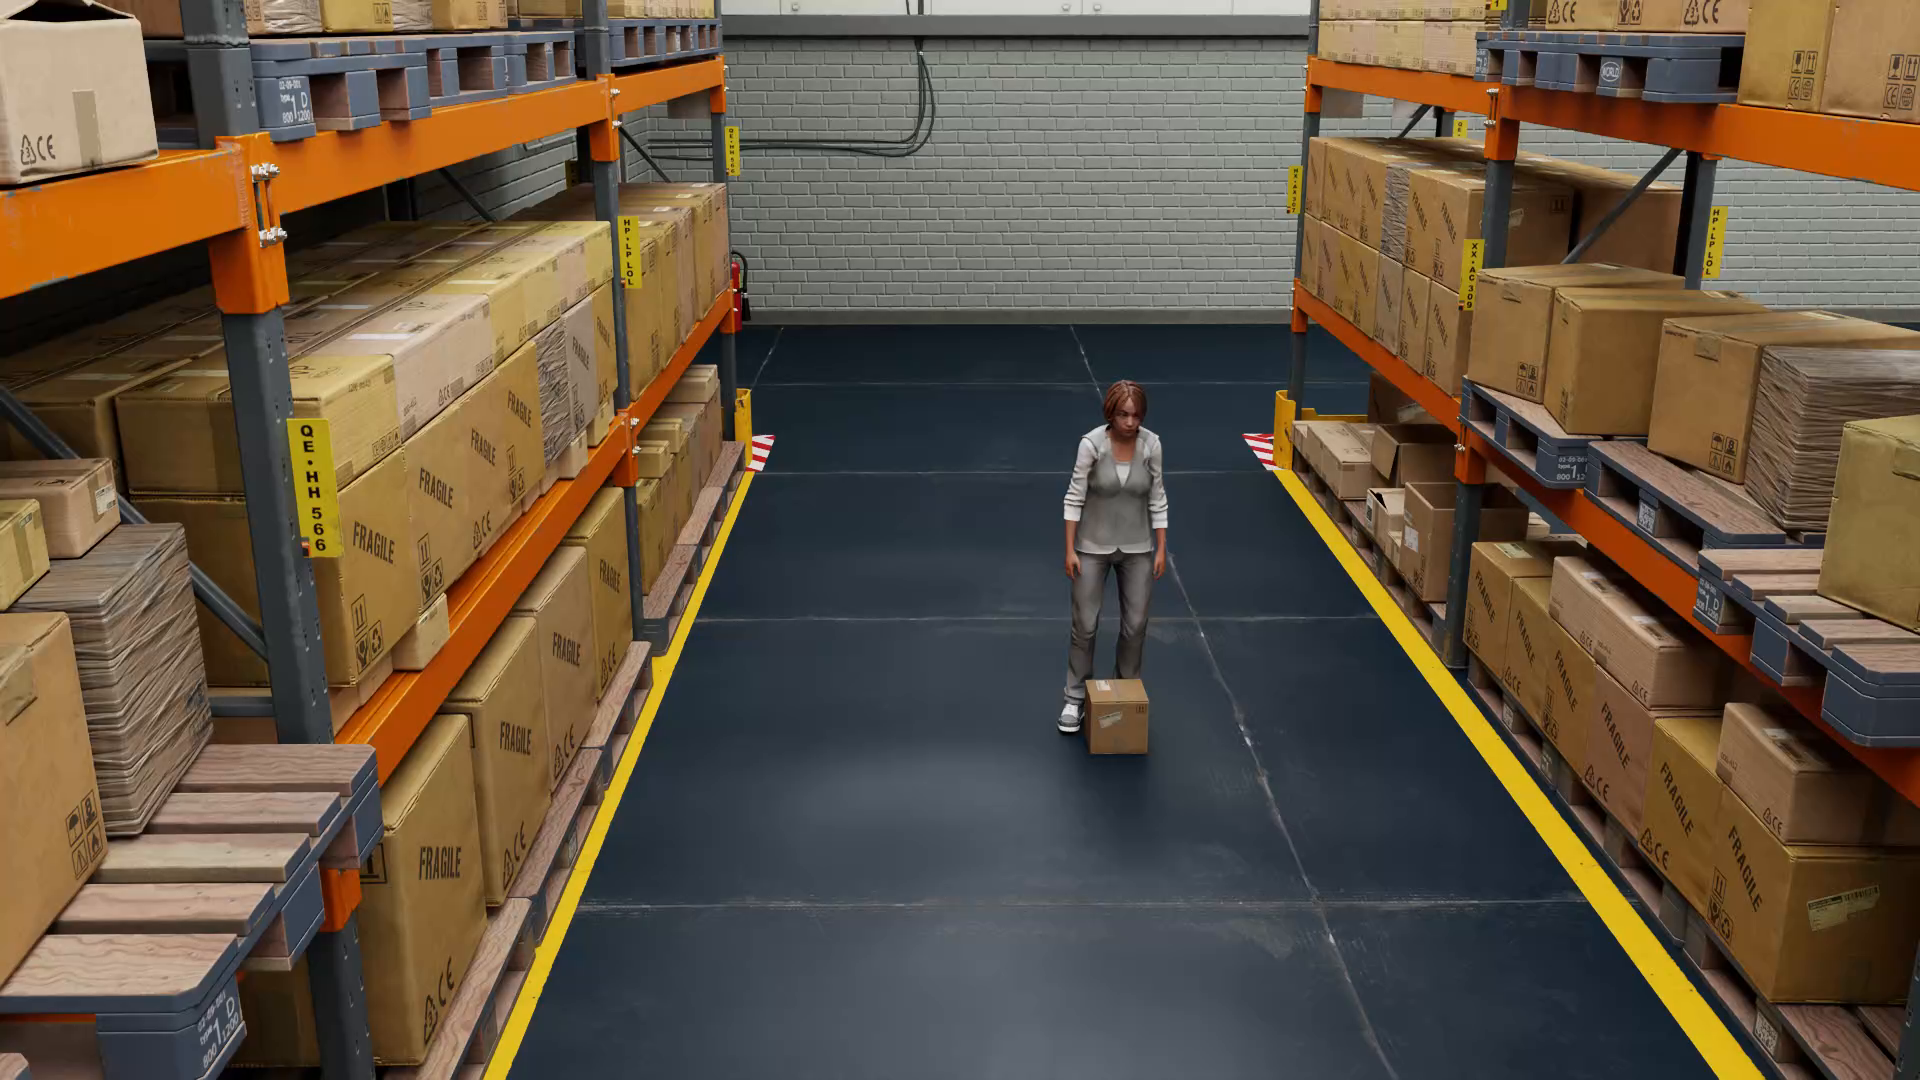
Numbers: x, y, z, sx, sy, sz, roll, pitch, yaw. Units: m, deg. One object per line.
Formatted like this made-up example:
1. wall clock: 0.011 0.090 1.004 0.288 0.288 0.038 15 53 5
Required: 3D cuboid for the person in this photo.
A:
1. person: 0.679 0.067 7.354 0.484 1.593 0.346 -1 17 -4
